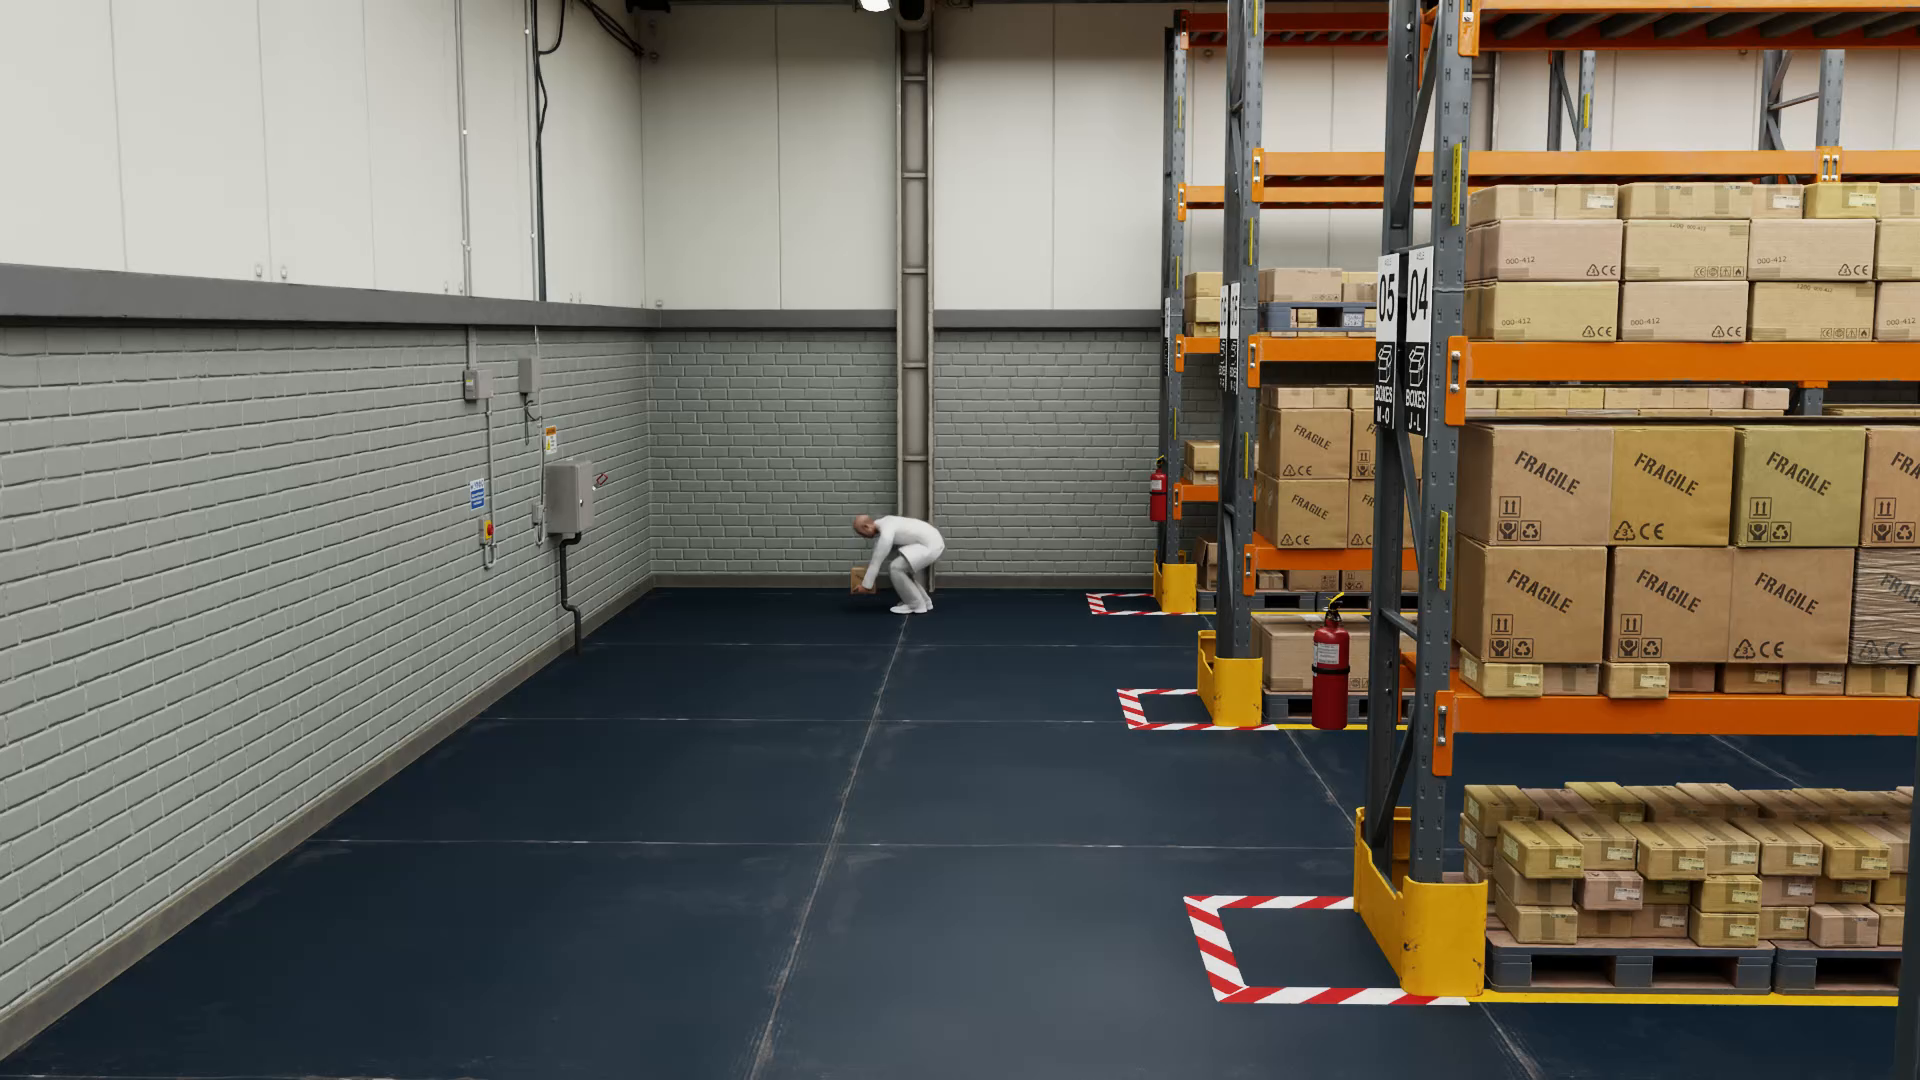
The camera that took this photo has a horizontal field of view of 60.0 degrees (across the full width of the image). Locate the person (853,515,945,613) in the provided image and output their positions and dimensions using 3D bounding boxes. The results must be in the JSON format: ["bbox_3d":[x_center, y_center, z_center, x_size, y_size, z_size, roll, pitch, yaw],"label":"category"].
[{"bbox_3d":[-0.627,0.238,17.036,0.942,1.007,0.587,0,7,-1],"label":"person"}]
